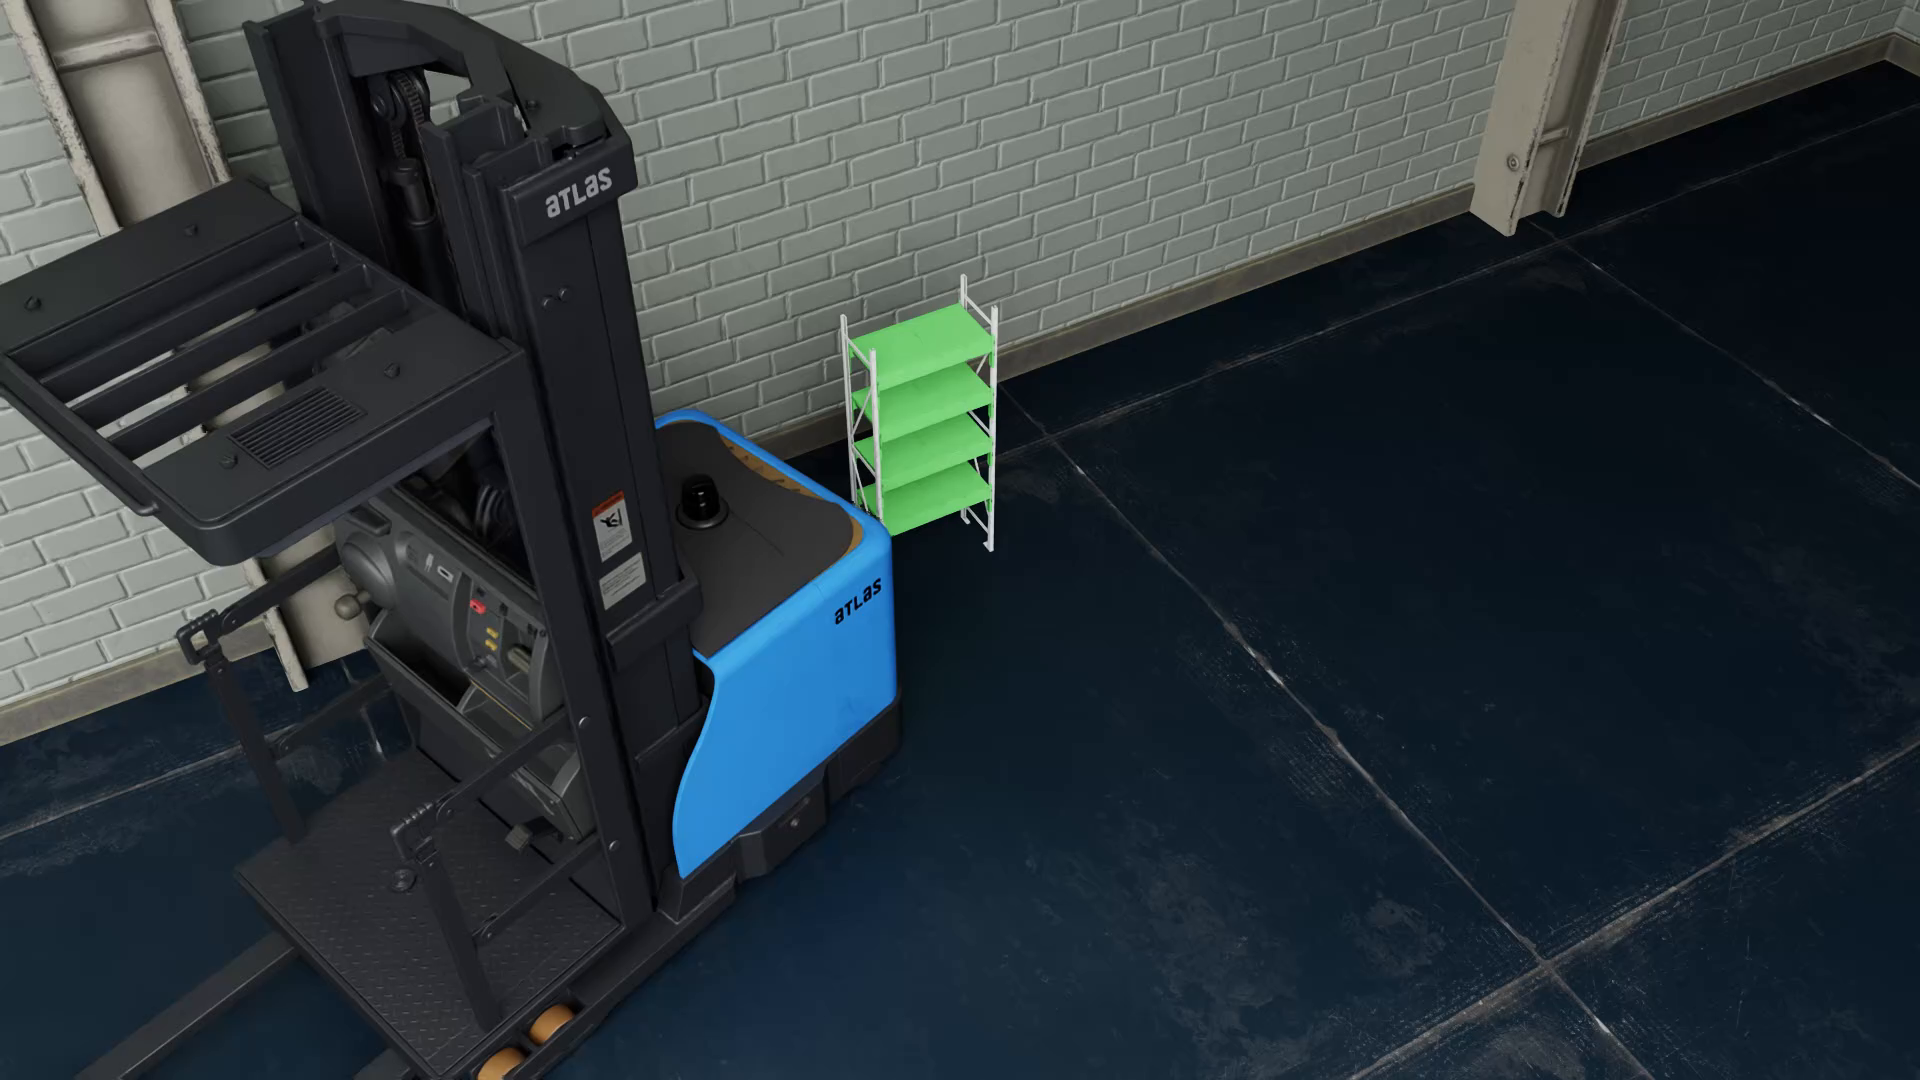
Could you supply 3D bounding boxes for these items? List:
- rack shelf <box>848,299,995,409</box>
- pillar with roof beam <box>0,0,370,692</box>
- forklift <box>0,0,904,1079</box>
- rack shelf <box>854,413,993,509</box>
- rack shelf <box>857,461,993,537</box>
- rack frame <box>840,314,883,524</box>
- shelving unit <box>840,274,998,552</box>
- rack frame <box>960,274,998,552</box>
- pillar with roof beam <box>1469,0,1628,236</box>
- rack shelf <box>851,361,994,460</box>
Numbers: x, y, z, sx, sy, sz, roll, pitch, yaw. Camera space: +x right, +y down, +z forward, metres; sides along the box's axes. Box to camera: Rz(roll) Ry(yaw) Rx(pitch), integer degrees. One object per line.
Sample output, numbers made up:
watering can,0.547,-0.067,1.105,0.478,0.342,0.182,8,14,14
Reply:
rack shelf,-0.144,-0.672,5.983,0.480,0.148,0.258,-22,48,-21
pillar with roof beam,-0.229,-0.225,0.521,0.400,9.000,9.100,-22,48,-21
forklift,-1.551,0.237,4.402,1.130,2.935,3.031,31,52,28
rack shelf,-0.144,-0.327,6.317,0.480,0.148,0.258,-22,48,-21
rack shelf,-0.144,-0.155,6.485,0.480,0.148,0.258,-22,48,-21
rack frame,-0.355,-0.288,6.186,0.015,1.200,0.240,-22,48,-21
shelving unit,-0.144,-0.373,6.273,0.503,1.200,0.258,-22,48,-21
rack frame,0.068,-0.458,6.360,0.015,1.200,0.240,-22,48,-21
pillar with roof beam,4.973,-2.307,2.666,0.400,9.000,9.100,-22,48,-21
rack shelf,-0.144,-0.499,6.150,0.480,0.148,0.258,-22,48,-21
